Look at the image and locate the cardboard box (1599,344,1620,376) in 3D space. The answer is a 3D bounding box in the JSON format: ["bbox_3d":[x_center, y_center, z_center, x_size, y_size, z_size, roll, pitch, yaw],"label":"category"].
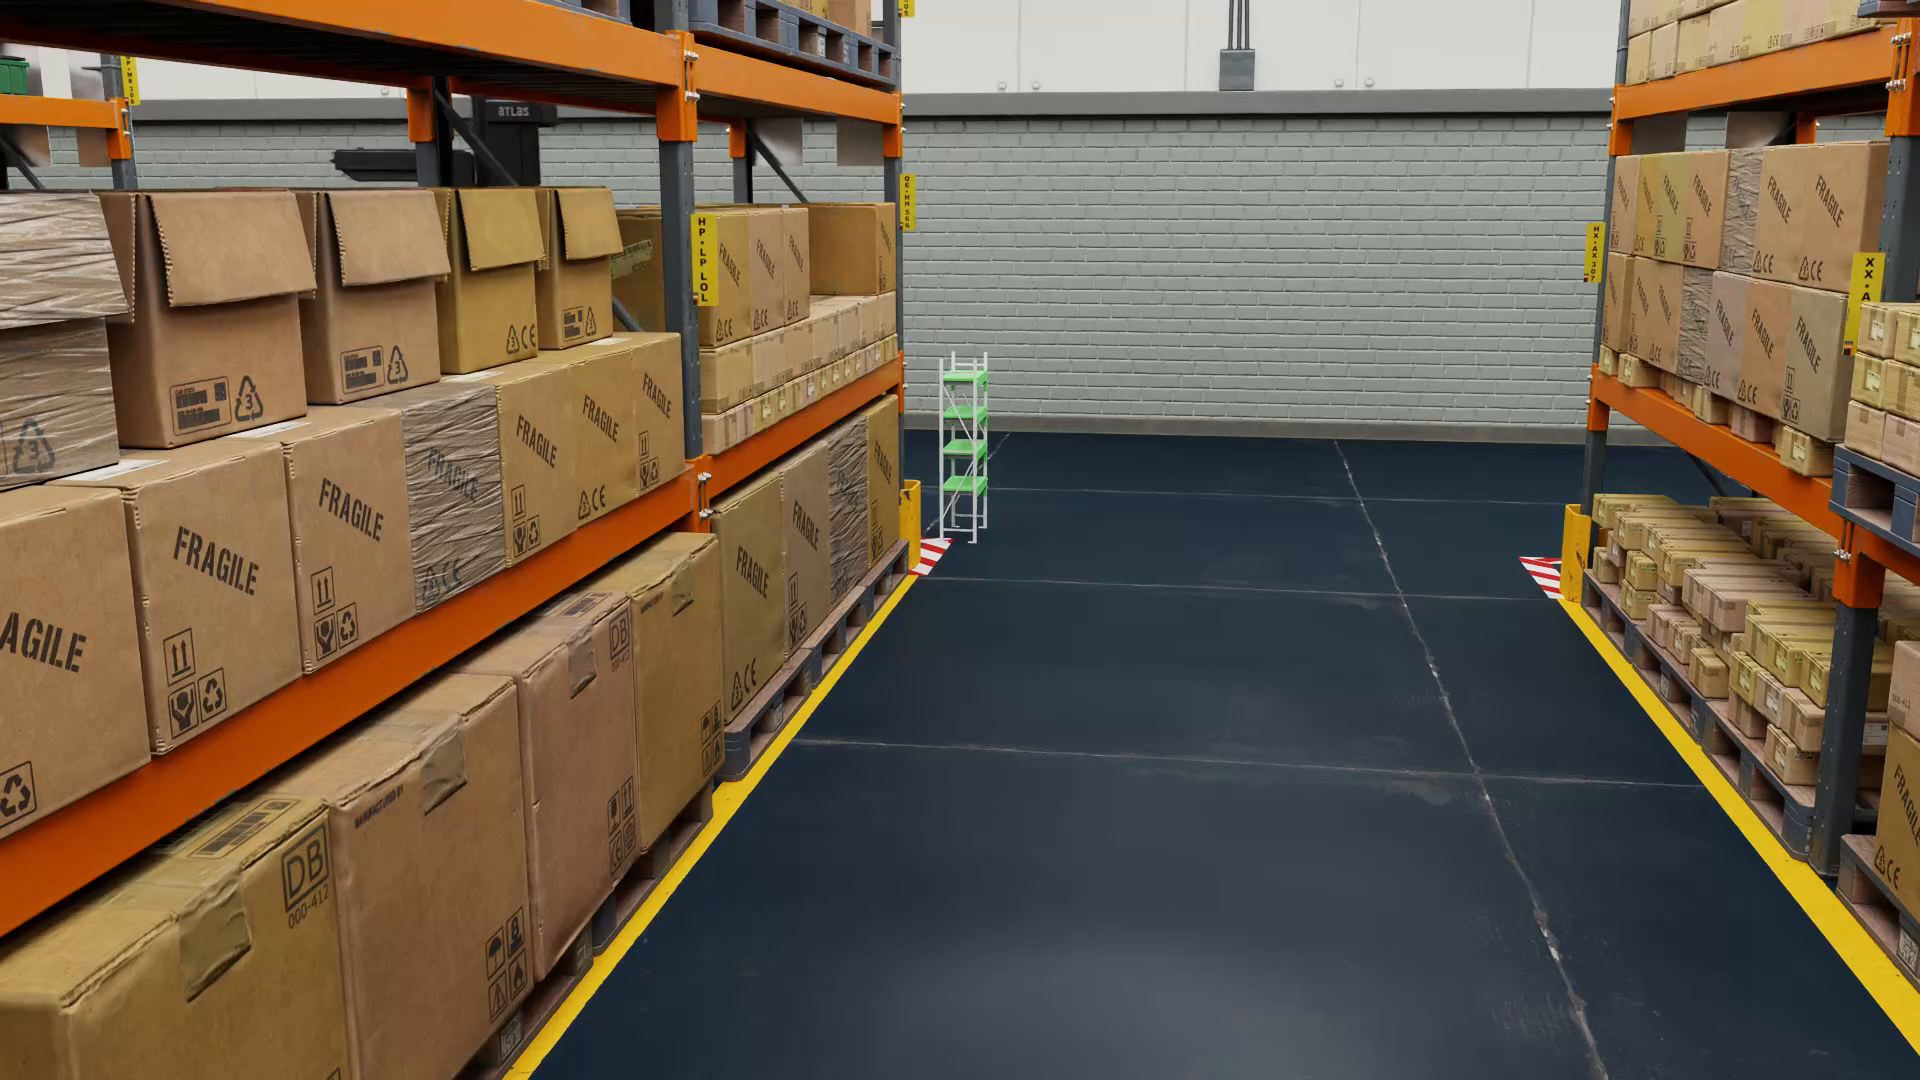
[{"bbox_3d":[3.668,-0.966,8.951,0.380,0.149,0.250,2,12,8],"label":"cardboard box"}]

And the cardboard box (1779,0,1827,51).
[{"bbox_3d":[3.323,-1.920,6.019,0.500,0.250,0.500,2,12,8],"label":"cardboard box"}]

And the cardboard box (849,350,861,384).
[{"bbox_3d":[-0.729,-0.907,8.678,0.380,0.149,0.250,2,12,7],"label":"cardboard box"}]

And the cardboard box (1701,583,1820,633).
[{"bbox_3d":[3.322,0.285,6.909,0.380,0.149,0.250,1,12,6],"label":"cardboard box"}]

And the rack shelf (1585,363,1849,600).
[{"bbox_3d":[3.734,-0.377,7.332,1.077,0.370,4.000,2,12,9],"label":"rack shelf"}]

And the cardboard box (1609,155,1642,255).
[{"bbox_3d":[3.710,-1.744,8.647,0.500,0.500,0.500,2,12,8],"label":"cardboard box"}]

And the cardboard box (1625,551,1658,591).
[{"bbox_3d":[3.512,0.157,8.208,0.380,0.149,0.250,2,12,10],"label":"cardboard box"}]

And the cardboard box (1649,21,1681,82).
[{"bbox_3d":[3.634,-2.344,7.985,0.500,0.250,0.500,2,12,10],"label":"cardboard box"}]

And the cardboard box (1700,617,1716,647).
[{"bbox_3d":[3.430,0.383,7.158,0.380,0.149,0.250,1,12,6],"label":"cardboard box"}]

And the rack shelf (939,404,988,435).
[{"bbox_3d":[0.025,-0.793,10.990,0.258,0.148,0.480,2,12,9],"label":"rack shelf"}]

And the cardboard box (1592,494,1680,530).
[{"bbox_3d":[3.625,-0.150,8.926,0.380,0.149,0.250,1,12,6],"label":"cardboard box"}]

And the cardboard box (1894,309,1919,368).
[{"bbox_3d":[2.874,-0.561,4.662,0.380,0.149,0.250,2,12,10],"label":"cardboard box"}]

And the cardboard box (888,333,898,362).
[{"bbox_3d":[-0.574,-1.120,9.664,0.380,0.149,0.250,2,12,10],"label":"cardboard box"}]

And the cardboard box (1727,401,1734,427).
[{"bbox_3d":[3.439,-0.529,6.926,0.380,0.149,0.250,2,12,8],"label":"cardboard box"}]

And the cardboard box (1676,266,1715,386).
[{"bbox_3d":[3.482,-0.935,7.269,0.500,0.500,0.500,2,12,7],"label":"cardboard box"}]

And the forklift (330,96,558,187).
[{"bbox_3d":[-3.342,-1.396,10.516,3.031,2.935,1.130,-3,13,-15],"label":"forklift"}]

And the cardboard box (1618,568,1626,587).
[{"bbox_3d":[3.685,0.199,8.721,0.380,0.149,0.250,2,12,8],"label":"cardboard box"}]

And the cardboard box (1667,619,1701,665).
[{"bbox_3d":[3.420,0.464,7.490,0.380,0.149,0.250,2,12,9],"label":"cardboard box"}]

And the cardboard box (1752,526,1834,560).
[{"bbox_3d":[4.098,0.031,8.088,0.380,0.149,0.250,1,12,6],"label":"cardboard box"}]

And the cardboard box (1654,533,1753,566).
[{"bbox_3d":[3.528,0.072,7.900,0.380,0.149,0.250,2,12,11],"label":"cardboard box"}]

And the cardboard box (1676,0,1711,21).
[{"bbox_3d":[3.548,-2.486,7.460,0.500,0.250,0.500,2,12,9],"label":"cardboard box"}]

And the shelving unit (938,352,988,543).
[{"bbox_3d":[0.025,-0.621,11.027,0.258,1.200,0.503,2,12,9],"label":"shelving unit"}]

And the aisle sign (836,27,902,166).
[{"bbox_3d":[-0.537,-2.603,9.782,0.394,0.787,0.004,2,12,9],"label":"aisle sign"}]

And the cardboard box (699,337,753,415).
[{"bbox_3d":[-1.128,-0.656,6.567,0.500,0.250,0.500,2,12,8],"label":"cardboard box"}]

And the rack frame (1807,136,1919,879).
[{"bbox_3d":[3.426,-0.313,5.324,1.000,3.000,0.127,2,12,9],"label":"rack frame"}]

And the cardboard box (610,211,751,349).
[{"bbox_3d":[-1.133,-1.025,6.497,0.500,0.500,0.500,2,12,9],"label":"cardboard box"}]

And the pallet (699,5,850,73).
[{"bbox_3d":[-1.133,-2.341,7.825,1.003,0.211,1.213,2,12,9],"label":"pallet"}]

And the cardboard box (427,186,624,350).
[{"bbox_3d":[-1.549,-0.900,5.433,0.797,0.503,0.637,2,12,7],"label":"cardboard box"}]

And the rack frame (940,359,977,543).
[{"bbox_3d":[-0.012,-0.570,10.791,0.240,1.200,0.015,2,12,9],"label":"rack frame"}]

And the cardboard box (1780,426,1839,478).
[{"bbox_3d":[3.171,-0.314,5.927,0.380,0.149,0.250,2,12,7],"label":"cardboard box"}]

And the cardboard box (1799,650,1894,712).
[{"bbox_3d":[3.224,0.502,5.901,0.380,0.149,0.250,2,12,10],"label":"cardboard box"}]

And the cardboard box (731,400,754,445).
[{"bbox_3d":[-1.045,-0.477,6.684,0.380,0.149,0.250,1,12,7],"label":"cardboard box"}]

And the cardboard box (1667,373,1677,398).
[{"bbox_3d":[3.605,-0.743,7.918,0.380,0.149,0.250,2,12,8],"label":"cardboard box"}]

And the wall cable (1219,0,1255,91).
[{"bbox_3d":[3.431,-6.898,14.004,2.277,5.999,0.120,2,12,9],"label":"wall cable"}]

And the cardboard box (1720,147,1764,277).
[{"bbox_3d":[3.398,-1.316,6.664,0.500,0.500,0.500,2,12,10],"label":"cardboard box"}]

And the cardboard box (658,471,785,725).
[{"bbox_3d":[-1.279,0.204,6.973,0.875,0.875,0.875,2,12,9],"label":"cardboard box"}]

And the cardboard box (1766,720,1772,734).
[{"bbox_3d":[3.272,0.732,6.249,0.380,0.149,0.250,2,12,10],"label":"cardboard box"}]

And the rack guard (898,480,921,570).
[{"bbox_3d":[-0.840,-0.110,10.318,1.175,0.500,0.348,2,12,9],"label":"rack guard"}]

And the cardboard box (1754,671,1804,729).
[{"bbox_3d":[3.190,0.598,6.164,0.380,0.149,0.250,1,12,6],"label":"cardboard box"}]

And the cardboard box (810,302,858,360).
[{"bbox_3d":[-0.813,-1.078,8.526,0.500,0.250,0.500,1,12,7],"label":"cardboard box"}]

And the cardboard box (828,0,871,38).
[{"bbox_3d":[-0.871,-2.987,9.140,0.700,0.500,0.500,1,12,5],"label":"cardboard box"}]

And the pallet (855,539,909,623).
[{"bbox_3d":[-0.890,0.205,9.541,1.003,0.211,1.213,2,12,9],"label":"pallet"}]

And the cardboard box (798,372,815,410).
[{"bbox_3d":[-0.886,-0.692,7.682,0.380,0.149,0.250,2,12,9],"label":"cardboard box"}]

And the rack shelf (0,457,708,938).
[{"bbox_3d":[-1.767,0.274,4.312,1.077,0.370,4.000,2,12,9],"label":"rack shelf"}]

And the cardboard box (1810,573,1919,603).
[{"bbox_3d":[3.873,0.245,7.093,0.380,0.149,0.250,1,12,6],"label":"cardboard box"}]

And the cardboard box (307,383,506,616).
[{"bbox_3d":[-1.500,-0.121,4.198,0.500,0.500,0.500,2,12,9],"label":"cardboard box"}]

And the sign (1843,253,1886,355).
[{"bbox_3d":[2.889,-0.752,5.307,0.100,0.325,0.005,2,12,9],"label":"sign"}]

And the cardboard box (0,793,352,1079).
[{"bbox_3d":[-1.948,1.029,3.147,1.225,0.875,0.875,1,12,6],"label":"cardboard box"}]

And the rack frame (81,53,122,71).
[{"bbox_3d":[-5.738,-4.420,10.144,1.000,3.000,0.127,2,12,9],"label":"rack frame"}]

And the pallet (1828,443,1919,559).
[{"bbox_3d":[3.165,-0.065,4.628,1.003,0.211,1.213,2,12,9],"label":"pallet"}]

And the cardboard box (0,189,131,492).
[{"bbox_3d":[-1.946,-0.353,2.892,0.797,0.503,0.637,2,12,11],"label":"cardboard box"}]

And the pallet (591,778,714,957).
[{"bbox_3d":[-1.504,1.032,5.705,1.003,0.211,1.213,2,12,9],"label":"pallet"}]

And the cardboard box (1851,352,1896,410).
[{"bbox_3d":[2.911,-0.473,4.964,0.380,0.149,0.250,2,12,10],"label":"cardboard box"}]
